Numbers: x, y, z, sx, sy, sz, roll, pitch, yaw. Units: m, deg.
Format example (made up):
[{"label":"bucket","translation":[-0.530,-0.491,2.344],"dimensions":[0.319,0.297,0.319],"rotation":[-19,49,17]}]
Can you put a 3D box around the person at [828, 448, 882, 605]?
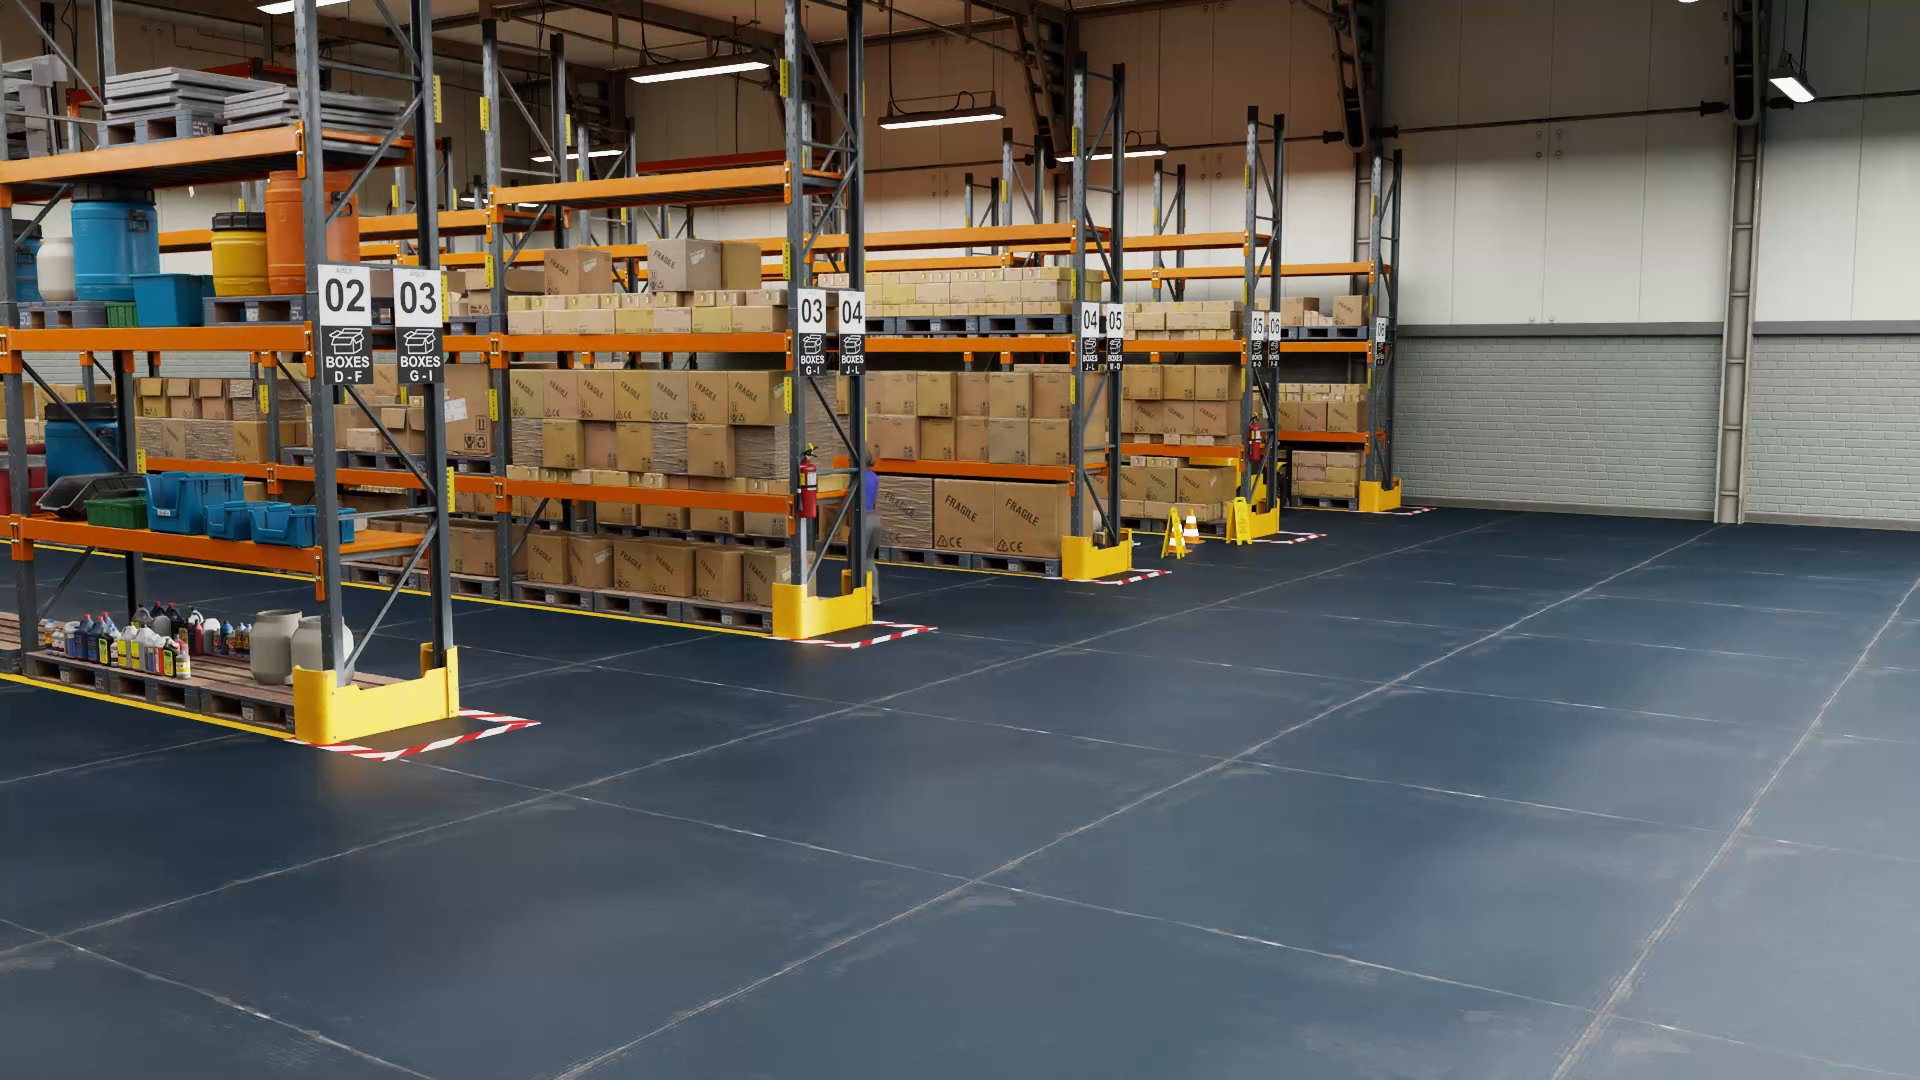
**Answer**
[{"label":"person","translation":[-1.081,-0.127,17.206],"dimensions":[0.502,1.656,0.435],"rotation":[3,7,24]}]
